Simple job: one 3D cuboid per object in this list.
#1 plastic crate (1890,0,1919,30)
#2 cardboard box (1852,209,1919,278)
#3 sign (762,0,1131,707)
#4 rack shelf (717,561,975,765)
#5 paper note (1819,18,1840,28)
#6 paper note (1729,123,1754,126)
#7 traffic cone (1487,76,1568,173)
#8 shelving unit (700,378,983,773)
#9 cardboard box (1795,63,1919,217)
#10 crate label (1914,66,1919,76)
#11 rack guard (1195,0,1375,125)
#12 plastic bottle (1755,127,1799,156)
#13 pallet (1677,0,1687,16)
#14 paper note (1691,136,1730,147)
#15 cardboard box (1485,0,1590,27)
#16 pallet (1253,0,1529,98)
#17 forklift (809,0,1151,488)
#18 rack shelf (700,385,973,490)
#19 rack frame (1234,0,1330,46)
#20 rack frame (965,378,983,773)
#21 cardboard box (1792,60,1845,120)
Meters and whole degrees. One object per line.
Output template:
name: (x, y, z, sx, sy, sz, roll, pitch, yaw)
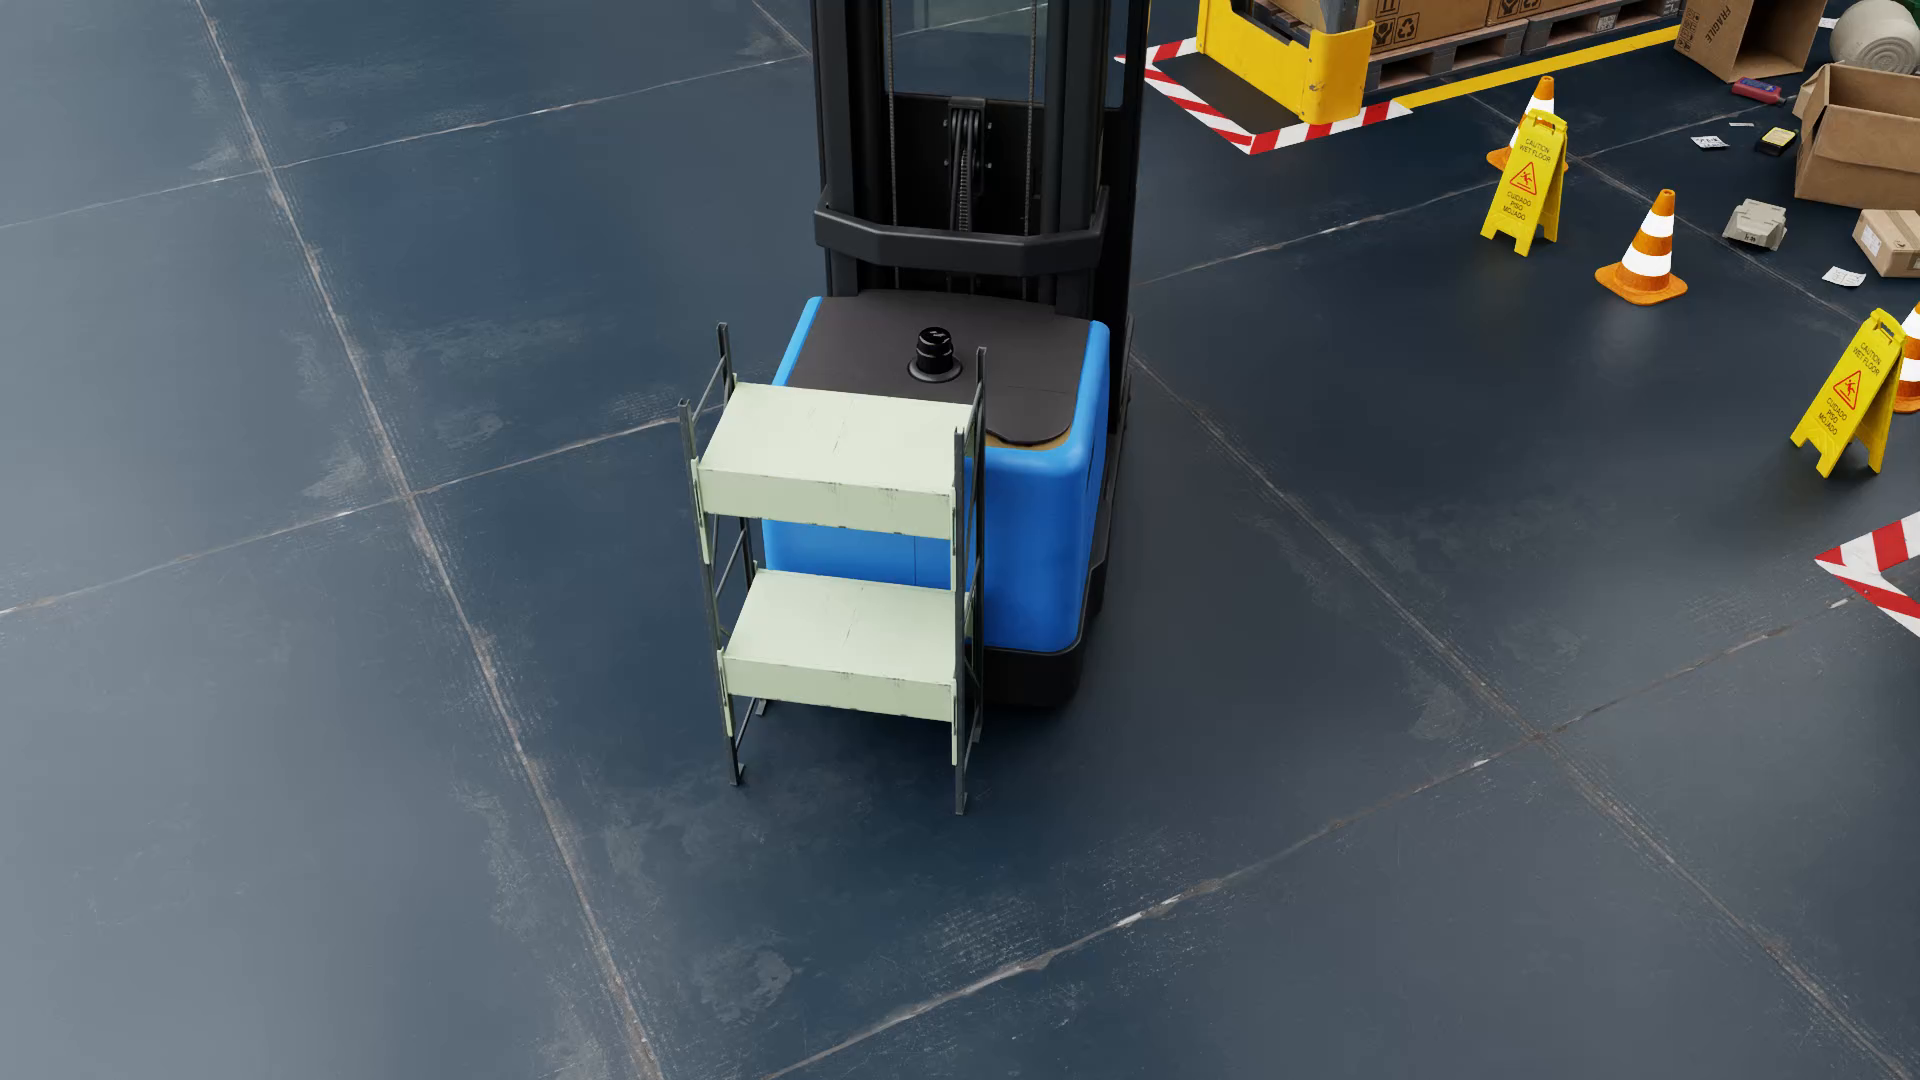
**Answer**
plastic crate: (5.781, -3.072, 9.689, 0.662, 0.188, 0.450, 2, 30, 2)
cardboard box: (4.387, -1.386, 7.772, 0.250, 0.149, 0.380, 2, 40, 2)
sign: (0.008, -1.112, 5.376, 2.025, 2.768, 2.177, -19, 44, -21)
rack shelf: (-0.330, 0.376, 5.146, 0.720, 0.370, 0.431, 6, 41, 7)
paper note: (5.152, -3.073, 9.856, 0.147, 0.020, 0.142, 15, 42, 17)
paper note: (4.163, -2.212, 8.855, 0.123, 0.001, 0.032, 2, 40, 2)
traffic cone: (2.909, -2.108, 8.383, 0.334, 0.463, 0.336, -19, 44, -21)
shelving unit: (-0.326, 0.130, 4.932, 0.731, 1.308, 0.431, 6, 41, 7)
cardboard box: (4.547, -1.948, 8.161, 0.797, 0.503, 0.637, 15, 42, 17)
crate label: (5.477, -2.715, 9.352, 0.298, 0.136, 0.250, 15, 42, 17)
rack guard: (1.761, -2.771, 9.136, 0.348, 0.500, 1.175, -19, 44, -21)
plastic bottle: (4.269, -2.091, 8.673, 0.133, 0.061, 0.283, 31, 49, 31)
pallet: (4.619, -3.679, 10.433, 1.213, 0.211, 1.003, -19, 44, -21)
paper note: (3.920, -2.081, 8.686, 0.142, 0.017, 0.144, -5, 40, -6)
cardboard box: (3.132, -3.585, 9.483, 0.875, 0.875, 0.875, -19, 44, -21)
pallet: (2.455, -2.951, 9.573, 1.213, 0.211, 1.003, -19, 44, -21)
forklift: (0.105, -1.520, 5.778, 1.121, 2.935, 3.031, 6, 41, 7)
rack shelf: (-0.332, -0.240, 4.614, 0.686, 0.124, 0.368, 6, 41, 7)
rack frame: (1.780, -3.734, 8.339, 0.053, 2.616, 0.949, -19, 44, -21)
rack frame: (0.030, 0.170, 4.885, 0.010, 1.308, 0.380, 6, 41, 7)
cardboard box: (4.656, -2.314, 8.778, 0.258, 0.266, 0.396, -12, 42, -13)
